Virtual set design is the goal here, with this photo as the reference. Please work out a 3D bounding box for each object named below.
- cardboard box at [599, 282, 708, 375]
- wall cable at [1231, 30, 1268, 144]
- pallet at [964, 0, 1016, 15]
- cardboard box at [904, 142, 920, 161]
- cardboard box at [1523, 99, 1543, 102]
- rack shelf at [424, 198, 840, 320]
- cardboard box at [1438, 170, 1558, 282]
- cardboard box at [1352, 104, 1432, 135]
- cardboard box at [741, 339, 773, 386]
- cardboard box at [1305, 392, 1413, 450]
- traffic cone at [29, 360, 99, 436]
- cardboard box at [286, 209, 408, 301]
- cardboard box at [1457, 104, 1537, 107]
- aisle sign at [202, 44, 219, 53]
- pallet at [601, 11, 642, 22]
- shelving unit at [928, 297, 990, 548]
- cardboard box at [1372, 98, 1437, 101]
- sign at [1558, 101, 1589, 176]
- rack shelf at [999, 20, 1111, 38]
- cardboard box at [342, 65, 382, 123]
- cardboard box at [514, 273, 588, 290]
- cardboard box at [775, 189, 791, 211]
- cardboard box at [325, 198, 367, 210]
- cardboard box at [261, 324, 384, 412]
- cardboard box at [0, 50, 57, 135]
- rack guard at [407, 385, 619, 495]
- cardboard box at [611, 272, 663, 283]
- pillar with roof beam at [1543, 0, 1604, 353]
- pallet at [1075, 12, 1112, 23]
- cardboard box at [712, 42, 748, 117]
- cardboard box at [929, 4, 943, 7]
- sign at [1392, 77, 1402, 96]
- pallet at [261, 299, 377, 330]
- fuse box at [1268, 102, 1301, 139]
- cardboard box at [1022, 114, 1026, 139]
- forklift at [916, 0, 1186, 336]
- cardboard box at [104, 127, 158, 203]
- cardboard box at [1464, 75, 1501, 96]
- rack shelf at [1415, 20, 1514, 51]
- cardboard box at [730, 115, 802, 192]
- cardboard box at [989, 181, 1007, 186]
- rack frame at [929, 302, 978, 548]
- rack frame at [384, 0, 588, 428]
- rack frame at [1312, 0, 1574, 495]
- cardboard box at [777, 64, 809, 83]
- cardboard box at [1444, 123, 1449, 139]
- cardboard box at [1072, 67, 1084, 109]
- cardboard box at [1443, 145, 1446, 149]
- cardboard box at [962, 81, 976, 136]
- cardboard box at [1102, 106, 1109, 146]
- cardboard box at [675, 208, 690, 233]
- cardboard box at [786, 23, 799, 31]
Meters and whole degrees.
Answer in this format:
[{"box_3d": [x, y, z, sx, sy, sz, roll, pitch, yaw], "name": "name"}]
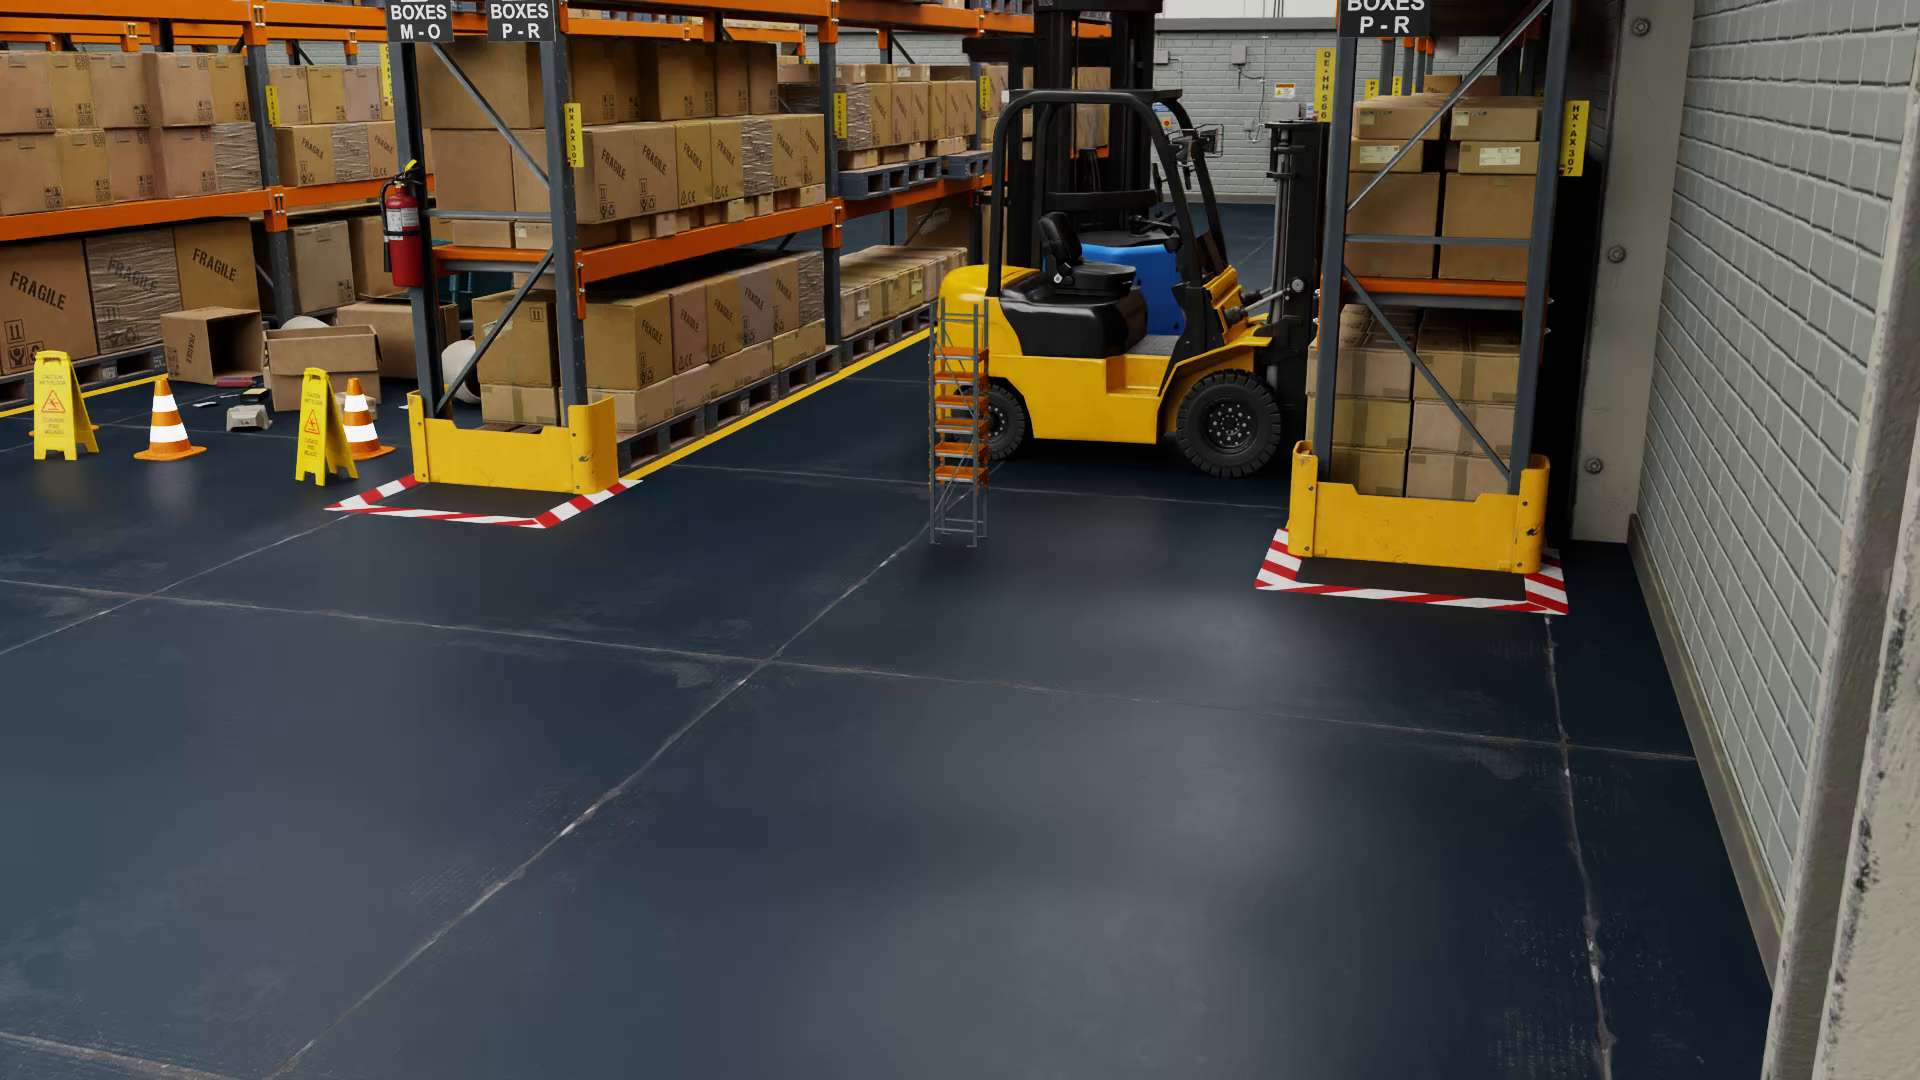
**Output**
[{"box_3d": [-1.915, -1.334, 10.429, 0.500, 0.500, 0.500, 4, 16, 14], "name": "cardboard box"}, {"box_3d": [4.930, -7.805, 28.489, 0.588, 1.984, 0.122, 5, 16, 16], "name": "wall cable"}, {"box_3d": [-0.154, -5.378, 16.643, 1.213, 0.211, 1.003, 5, 17, 18], "name": "pallet"}, {"box_3d": [-0.566, -3.347, 14.324, 0.380, 0.149, 0.250, 5, 17, 18], "name": "cardboard box"}, {"box_3d": [3.258, -2.550, 9.906, 0.380, 0.149, 0.250, 4, 16, 15], "name": "cardboard box"}, {"box_3d": [-1.992, -1.938, 10.982, 1.077, 0.370, 4.000, 5, 16, 16], "name": "rack shelf"}, {"box_3d": [2.607, -1.533, 8.053, 0.500, 0.500, 0.500, 5, 17, 18], "name": "cardboard box"}, {"box_3d": [2.189, -2.127, 8.416, 0.380, 0.149, 0.250, 5, 17, 17], "name": "cardboard box"}, {"box_3d": [-1.624, -1.238, 11.466, 0.500, 0.250, 0.500, 5, 17, 17], "name": "cardboard box"}, {"box_3d": [2.039, -0.648, 8.470, 0.500, 0.250, 0.500, 4, 16, 15], "name": "cardboard box"}, {"box_3d": [-5.822, -0.926, 10.747, 0.336, 0.463, 0.334, 5, 16, 16], "name": "traffic cone"}, {"box_3d": [-5.830, -2.706, 15.725, 1.050, 0.750, 0.750, 5, 16, 16], "name": "cardboard box"}, {"box_3d": [2.669, -2.087, 8.274, 0.380, 0.149, 0.250, 5, 17, 17], "name": "cardboard box"}, {"box_3d": [-12.528, -8.392, 27.654, 0.394, 0.787, 0.004, 5, 16, 16], "name": "aisle sign"}, {"box_3d": [-4.494, -6.185, 19.487, 1.213, 0.211, 1.003, 5, 16, 16], "name": "pallet"}, {"box_3d": [-0.004, -0.573, 8.152, 0.258, 1.200, 0.189, 5, 16, 16], "name": "shelving unit"}, {"box_3d": [2.691, -2.594, 10.060, 0.380, 0.149, 0.250, 4, 16, 15], "name": "cardboard box"}, {"box_3d": [2.731, -1.787, 7.400, 0.100, 0.325, 0.005, 5, 16, 16], "name": "sign"}, {"box_3d": [1.419, -6.520, 21.642, 1.077, 0.370, 4.000, 5, 16, 16], "name": "rack shelf"}, {"box_3d": [-5.774, -4.091, 15.240, 0.700, 0.500, 0.500, 5, 17, 16], "name": "cardboard box"}, {"box_3d": [-2.542, -1.644, 10.334, 0.380, 0.149, 0.250, 5, 17, 17], "name": "cardboard box"}, {"box_3d": [-1.436, -2.450, 11.932, 0.380, 0.149, 0.250, 5, 17, 16], "name": "cardboard box"}, {"box_3d": [-8.814, -4.679, 22.454, 1.225, 0.875, 0.875, 5, 16, 16], "name": "cardboard box"}, {"box_3d": [-4.488, -1.215, 11.692, 0.797, 0.503, 0.637, -7, 17, -23], "name": "cardboard box"}, {"box_3d": [-6.835, -3.091, 11.475, 0.875, 0.550, 0.550, 5, 16, 16], "name": "cardboard box"}, {"box_3d": [-2.538, -0.578, 9.451, 1.175, 0.500, 0.348, 5, 16, 16], "name": "rack guard"}, {"box_3d": [-2.287, -1.499, 11.011, 0.500, 0.500, 0.500, 4, 16, 15], "name": "cardboard box"}, {"box_3d": [0.840, -6.279, 13.974, 9.100, 9.000, 0.400, 5, 16, 16], "name": "pillar with roof beam"}, {"box_3d": [1.441, -6.832, 21.584, 1.003, 0.211, 1.213, 5, 16, 16], "name": "pallet"}, {"box_3d": [-1.922, -3.249, 11.727, 0.700, 0.500, 0.500, 5, 17, 16], "name": "cardboard box"}, {"box_3d": [-0.565, -5.098, 15.124, 0.700, 0.500, 0.500, 5, 16, 16], "name": "cardboard box"}, {"box_3d": [3.951, -4.028, 15.057, 0.100, 0.325, 0.005, 5, 16, 16], "name": "sign"}, {"box_3d": [-6.051, -2.031, 15.102, 1.003, 0.211, 1.213, 5, 16, 16], "name": "pallet"}, {"box_3d": [5.540, -6.603, 28.472, 0.539, 1.711, 0.414, 5, 16, 16], "name": "fuse box"}, {"box_3d": [0.396, -4.400, 17.703, 0.500, 0.250, 0.500, 5, 16, 16], "name": "cardboard box"}, {"box_3d": [0.703, -2.802, 12.836, 1.130, 2.935, 3.031, -10, 18, -30], "name": "forklift"}, {"box_3d": [-6.692, -2.861, 12.646, 0.875, 0.550, 0.550, 5, 16, 16], "name": "cardboard box"}, {"box_3d": [6.289, -5.317, 19.933, 0.500, 0.500, 0.500, 4, 16, 14], "name": "cardboard box"}, {"box_3d": [5.042, -5.090, 16.598, 1.077, 0.370, 4.000, 5, 16, 16], "name": "rack shelf"}, {"box_3d": [-1.451, -2.728, 11.720, 0.500, 0.500, 0.500, 5, 17, 18], "name": "cardboard box"}, {"box_3d": [0.247, -3.441, 18.087, 0.875, 0.875, 0.875, 5, 17, 17], "name": "cardboard box"}, {"box_3d": [-0.030, -0.550, 8.068, 0.240, 1.200, 0.006, 5, 16, 16], "name": "rack frame"}, {"box_3d": [-2.560, -1.761, 9.039, 1.000, 3.000, 0.127, 5, 16, 16], "name": "rack frame"}, {"box_3d": [2.200, -1.377, 7.686, 1.000, 3.000, 0.127, 5, 16, 16], "name": "rack frame"}, {"box_3d": [-1.325, -3.832, 13.656, 0.380, 0.149, 0.250, 4, 16, 14], "name": "cardboard box"}, {"box_3d": [3.221, -2.890, 11.649, 0.380, 0.149, 0.250, 5, 17, 18], "name": "cardboard box"}, {"box_3d": [1.218, -5.535, 20.331, 0.500, 0.500, 0.500, 5, 17, 16], "name": "cardboard box"}, {"box_3d": [2.828, -2.238, 10.539, 0.500, 0.500, 0.500, 5, 17, 17], "name": "cardboard box"}, {"box_3d": [-0.149, -4.106, 15.812, 0.500, 0.500, 0.500, 4, 16, 14], "name": "cardboard box"}, {"box_3d": [1.675, -5.446, 21.851, 0.500, 0.500, 0.500, 5, 17, 18], "name": "cardboard box"}, {"box_3d": [-1.896, -1.976, 10.259, 0.380, 0.149, 0.250, 5, 17, 17], "name": "cardboard box"}, {"box_3d": [-2.663, -7.535, 24.177, 0.500, 0.250, 0.500, 4, 16, 15], "name": "cardboard box"}]
